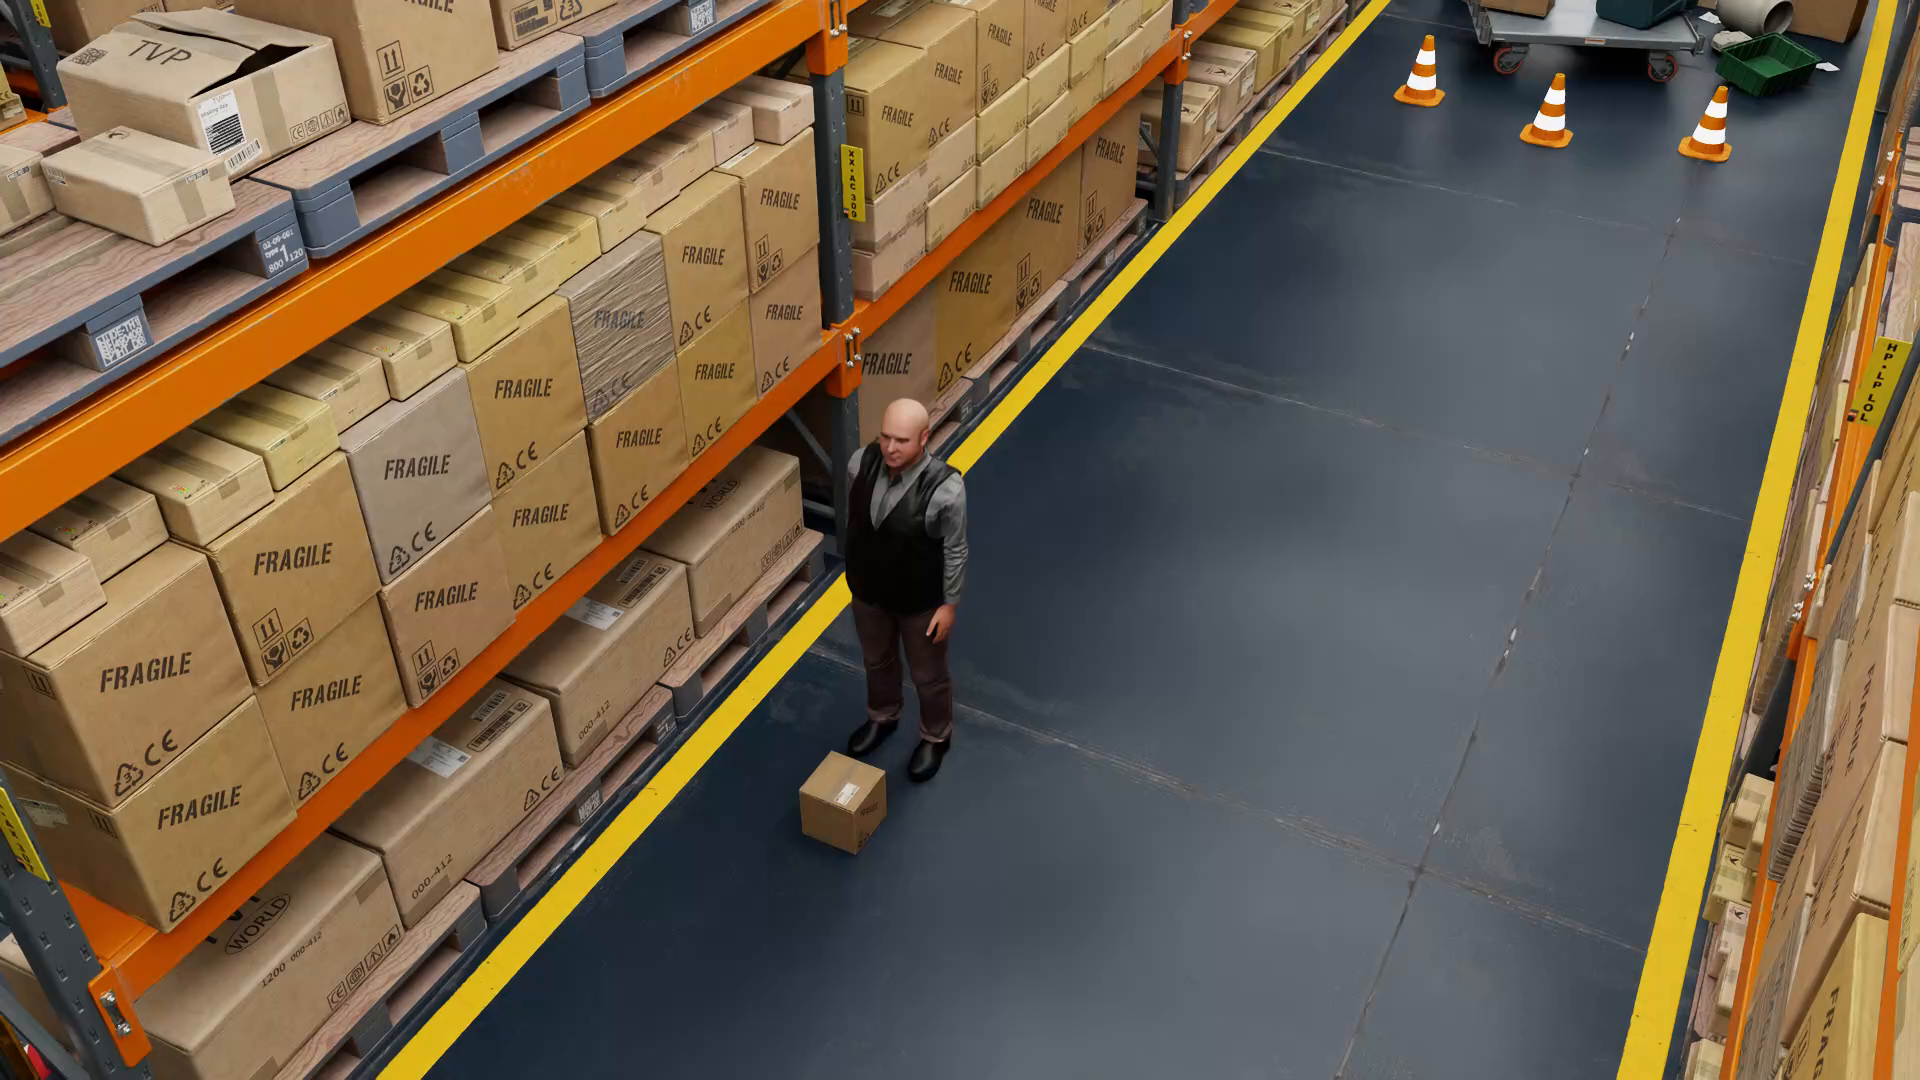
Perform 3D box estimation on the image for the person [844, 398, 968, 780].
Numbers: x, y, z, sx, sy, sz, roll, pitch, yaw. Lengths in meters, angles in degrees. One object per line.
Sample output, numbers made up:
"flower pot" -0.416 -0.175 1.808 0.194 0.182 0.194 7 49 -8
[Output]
"person" -0.224 0.207 6.507 0.531 1.725 0.358 19 42 23
